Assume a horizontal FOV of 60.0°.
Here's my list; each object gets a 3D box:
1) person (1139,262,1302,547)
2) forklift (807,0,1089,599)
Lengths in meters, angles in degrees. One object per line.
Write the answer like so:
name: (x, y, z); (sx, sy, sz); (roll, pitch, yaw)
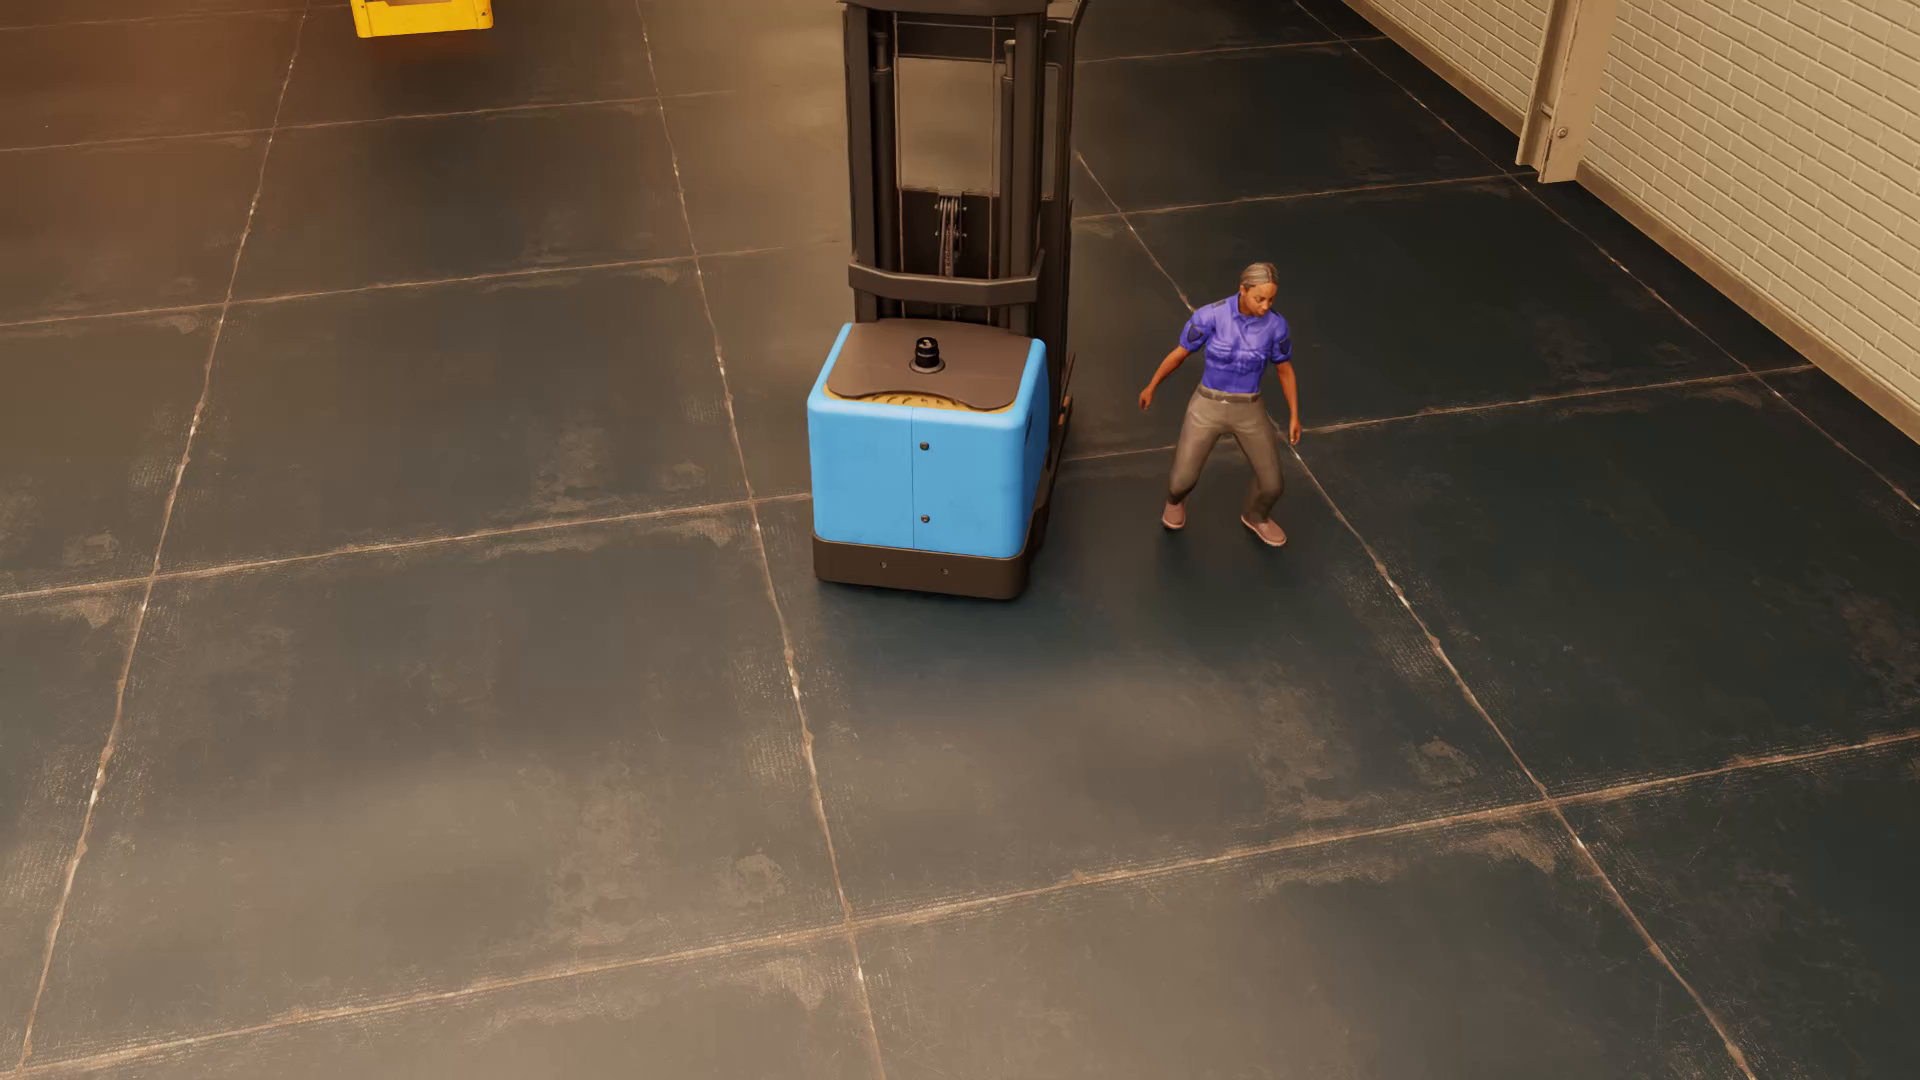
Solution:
person: (1.283, -0.676, 8.162); (0.798, 1.581, 0.468); (3, 36, 5)
forklift: (0.038, -1.757, 8.492); (1.130, 2.935, 3.031); (6, 36, 8)
